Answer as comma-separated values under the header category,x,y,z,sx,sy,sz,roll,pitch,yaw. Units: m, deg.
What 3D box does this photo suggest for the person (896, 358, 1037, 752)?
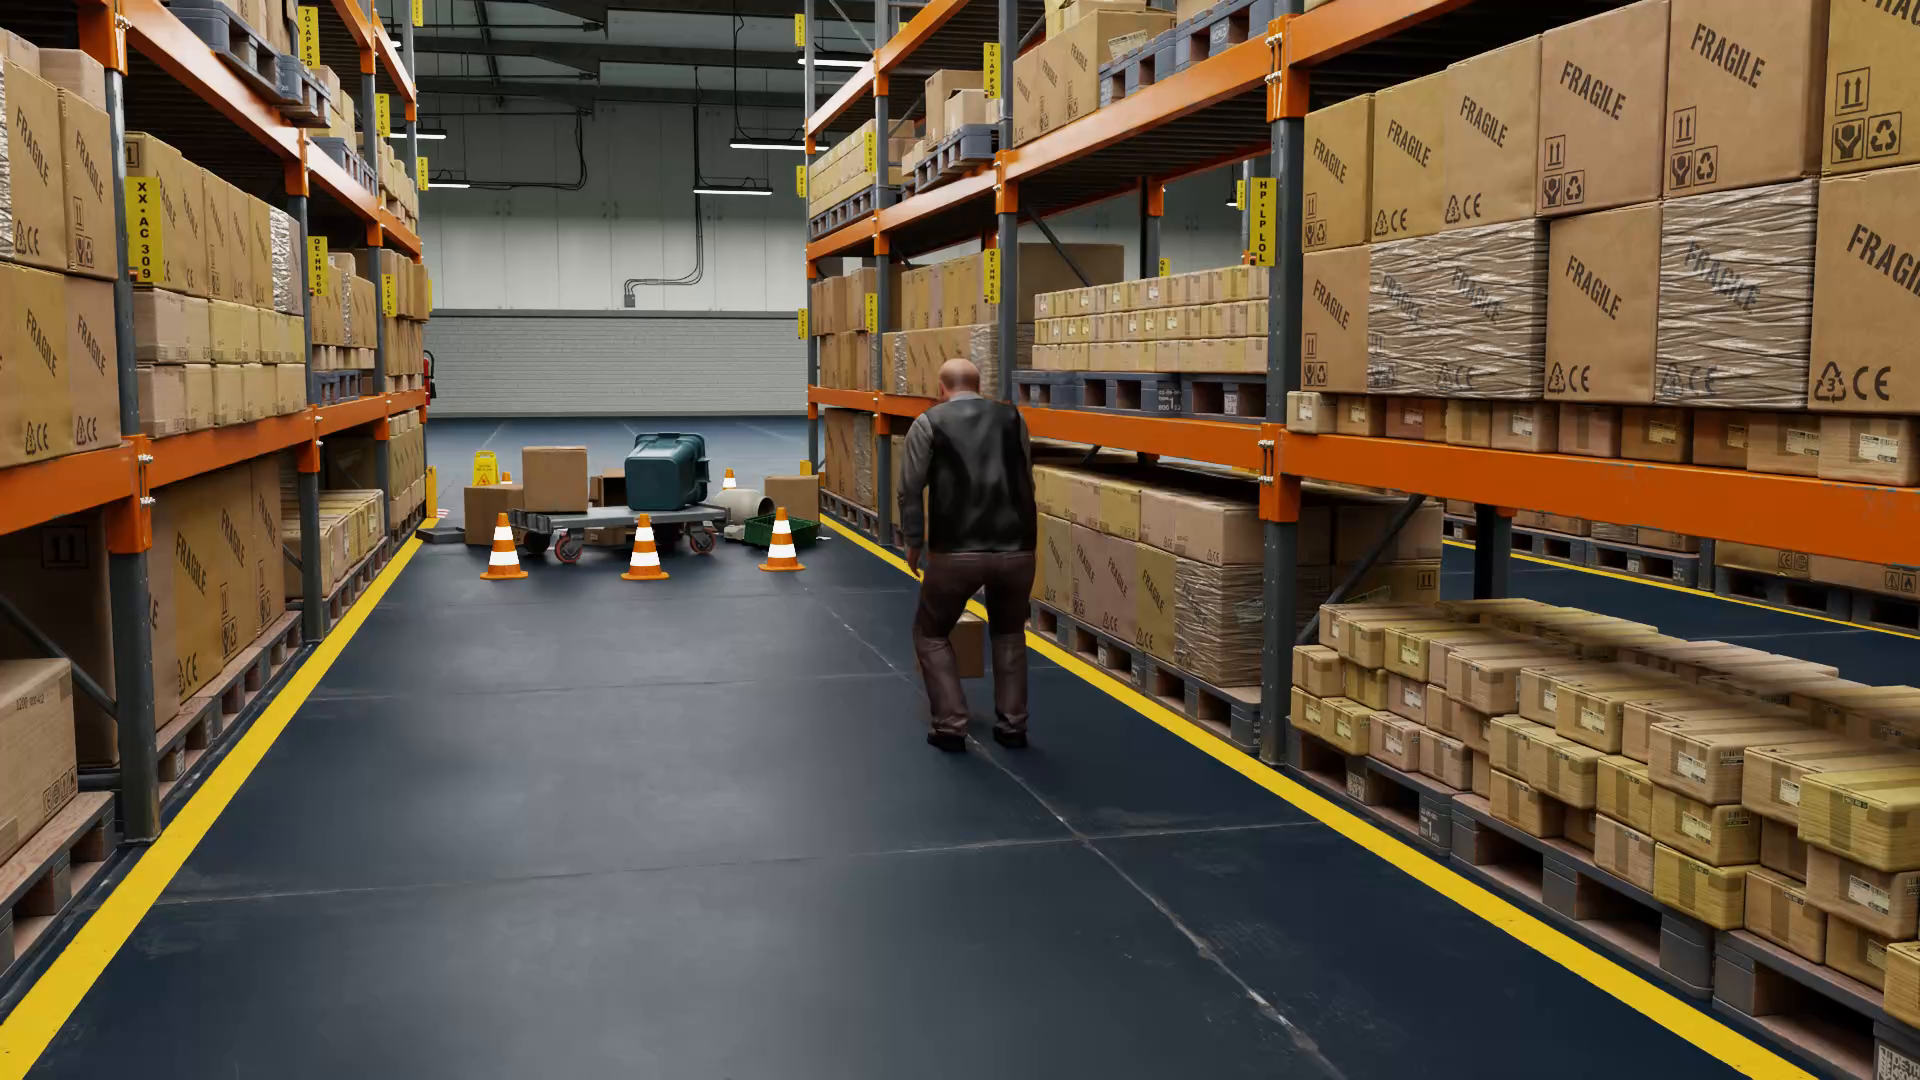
category,x,y,z,sx,sy,sz,roll,pitch,yaw
person,0.037,0.056,6.747,0.581,1.581,0.555,-1,6,-13
